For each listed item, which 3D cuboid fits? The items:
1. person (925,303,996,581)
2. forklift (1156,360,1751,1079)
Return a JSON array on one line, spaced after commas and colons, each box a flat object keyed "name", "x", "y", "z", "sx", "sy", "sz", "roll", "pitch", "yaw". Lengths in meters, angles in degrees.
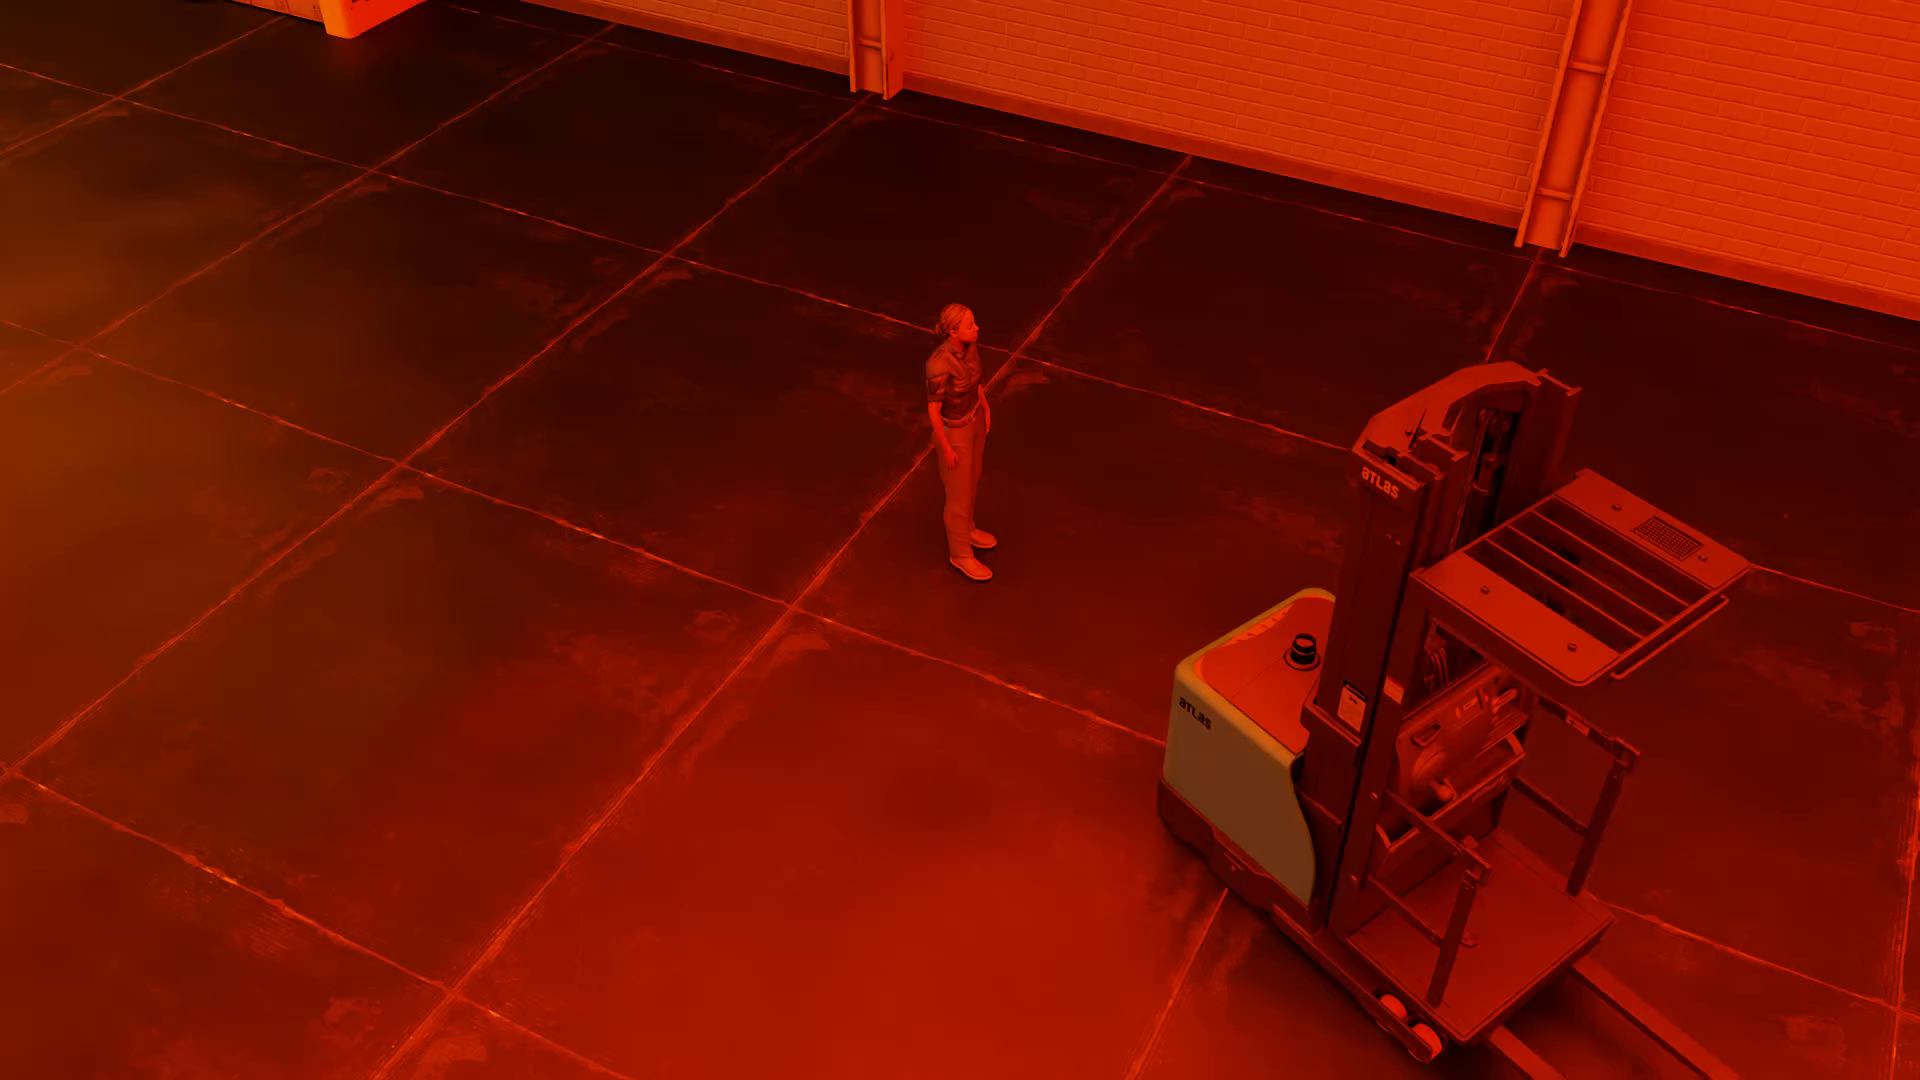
[{"name": "person", "x": 0.069, "y": -0.601, "z": 9.680, "sx": 0.503, "sy": 1.656, "sz": 0.570, "roll": 18, "pitch": 43, "yaw": 21}, {"name": "forklift", "x": 2.302, "y": 0.856, "z": 6.971, "sx": 1.130, "sy": 2.935, "sz": 3.031, "roll": -26, "pitch": 47, "yaw": -28}]
